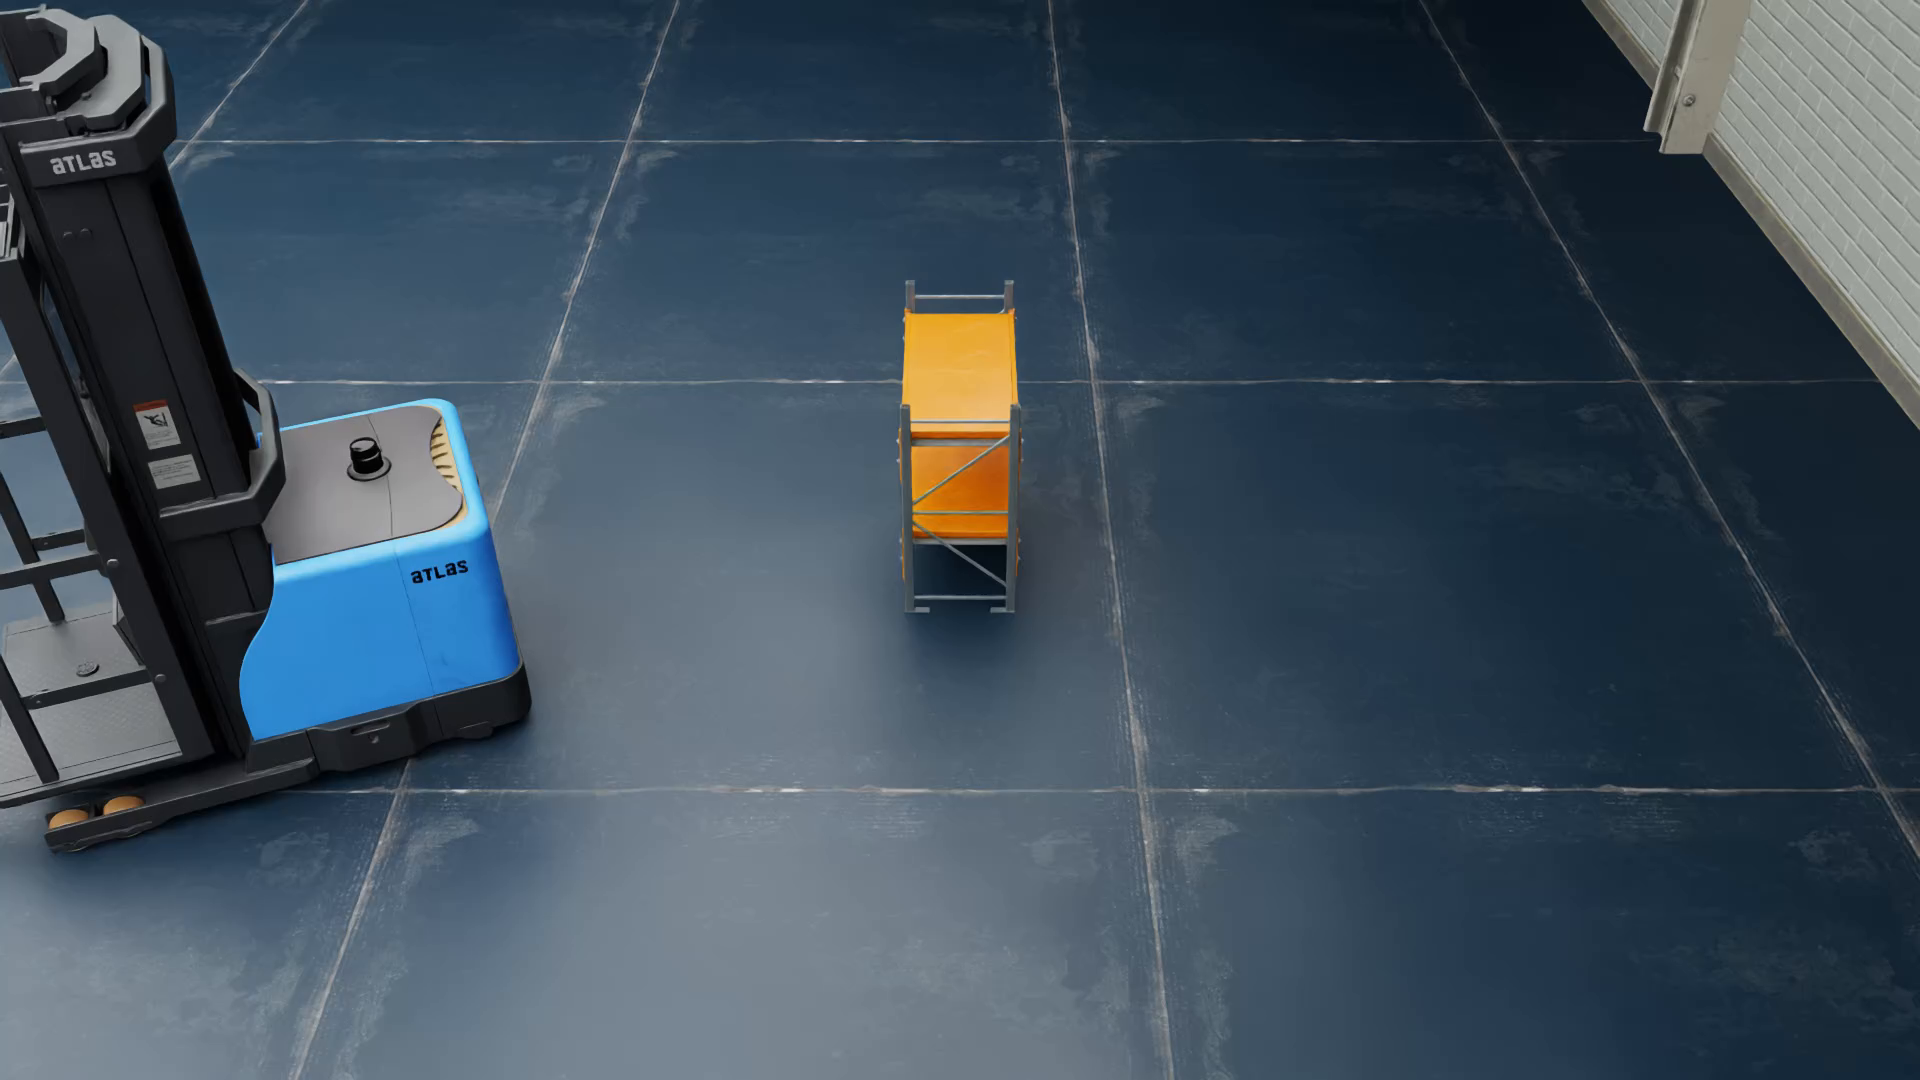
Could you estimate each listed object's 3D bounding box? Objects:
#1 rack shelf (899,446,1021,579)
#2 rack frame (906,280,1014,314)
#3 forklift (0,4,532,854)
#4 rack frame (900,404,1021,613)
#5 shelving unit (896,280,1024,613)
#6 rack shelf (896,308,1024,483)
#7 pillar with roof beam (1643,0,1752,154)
[{"bbox_3d":[0.000,-0.244,7.791,0.538,0.278,1.000,0,39,0],"label":"rack shelf"},{"bbox_3d":[-0.001,-0.753,8.035,0.500,1.125,0.032,0,39,0],"label":"rack frame"},{"bbox_3d":[-3.374,-0.306,6.034,3.031,2.935,1.130,-14,41,-17],"label":"forklift"},{"bbox_3d":[0.001,-0.117,7.242,0.500,1.125,0.032,0,39,0],"label":"rack frame"},{"bbox_3d":[0.000,-0.435,7.638,0.538,1.125,1.048,0,39,0],"label":"shelving unit"},{"bbox_3d":[0.000,-0.663,7.455,0.538,0.278,1.000,0,39,0],"label":"rack shelf"},{"bbox_3d":[0.600,-6.250,8.599,9.100,9.000,0.400,0,39,0],"label":"pillar with roof beam"}]
